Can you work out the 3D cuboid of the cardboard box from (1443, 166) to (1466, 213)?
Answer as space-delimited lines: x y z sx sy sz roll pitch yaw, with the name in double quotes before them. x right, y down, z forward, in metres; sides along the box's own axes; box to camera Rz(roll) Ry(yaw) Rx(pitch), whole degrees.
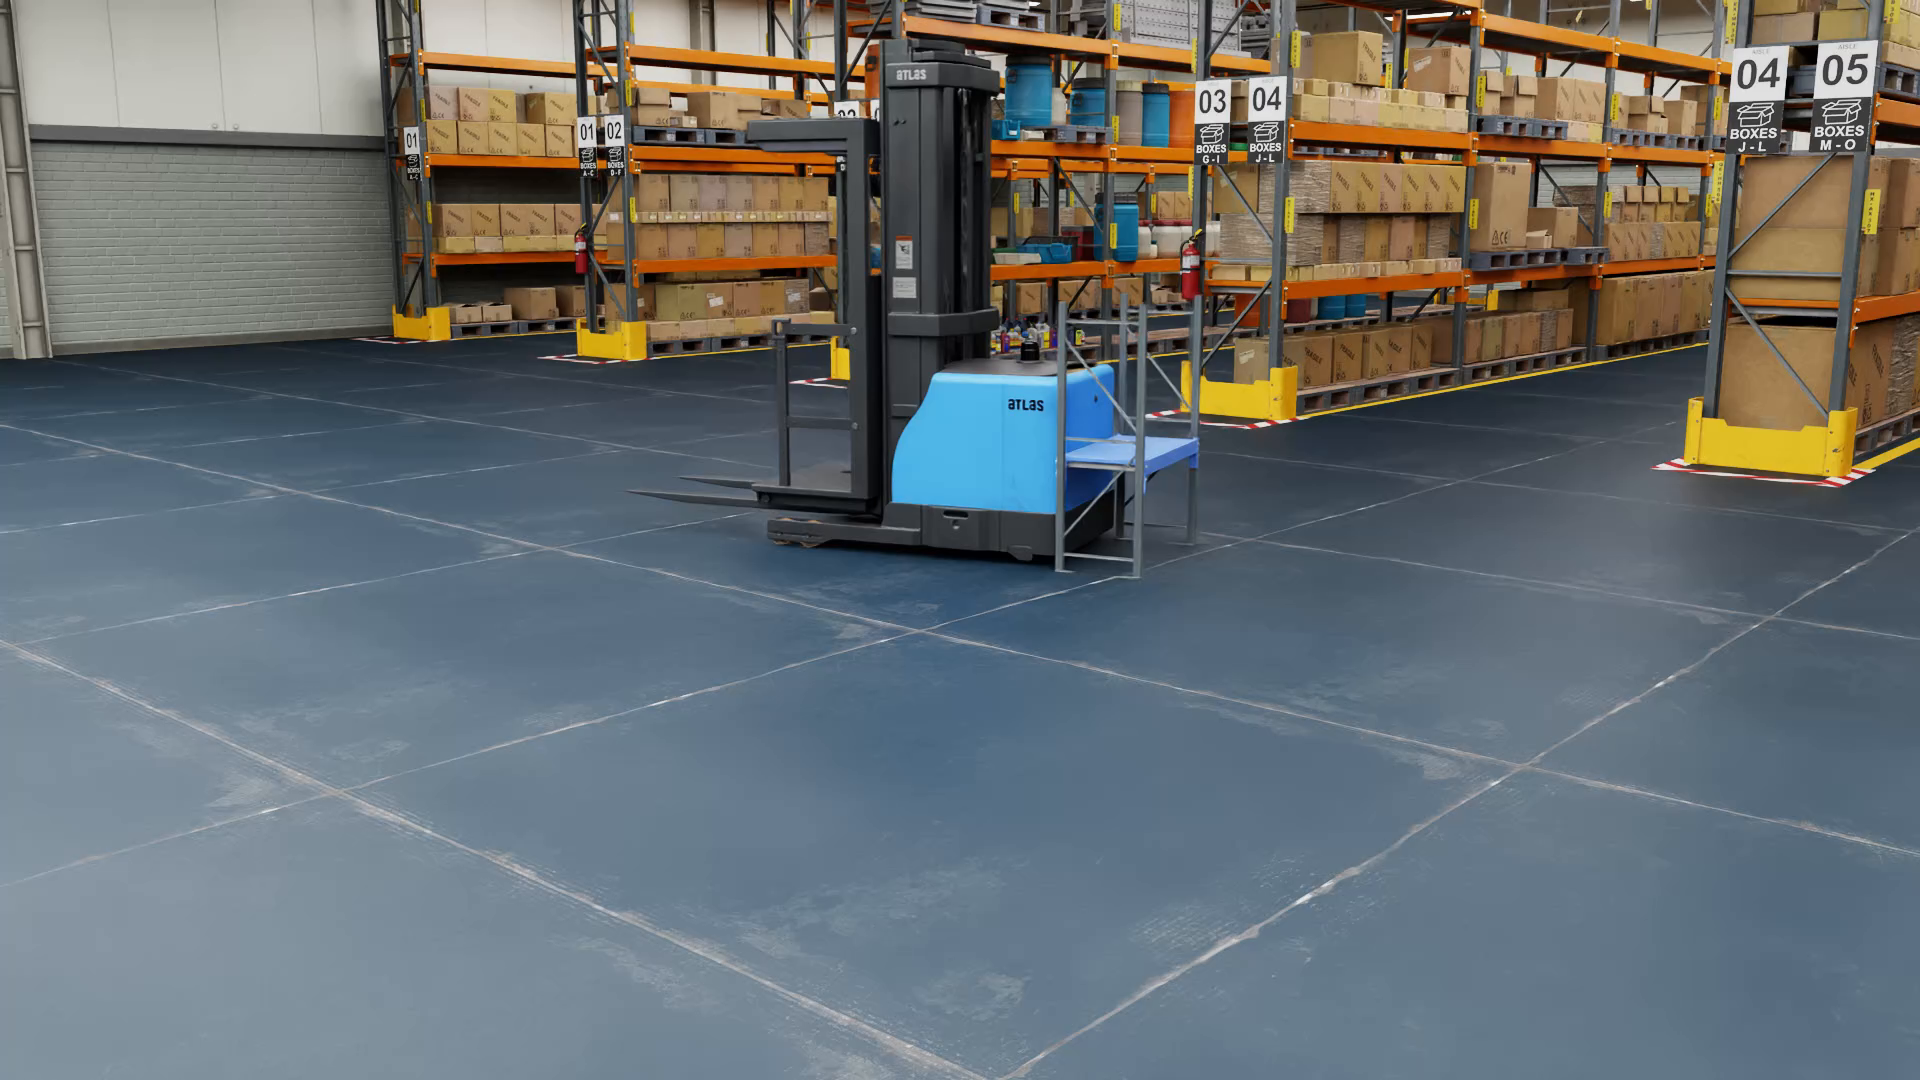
"cardboard box" 5.238 -3.874 18.381 0.500 0.500 0.500 10 15 40

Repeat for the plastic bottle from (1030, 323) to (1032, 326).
"plastic bottle" 0.876 -2.770 22.251 0.152 0.276 0.135 10 15 42

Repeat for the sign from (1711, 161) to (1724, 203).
"sign" 5.949 -2.802 13.021 0.100 0.325 0.005 10 15 40

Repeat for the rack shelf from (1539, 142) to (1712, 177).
"rack shelf" 9.289 -5.292 23.224 1.077 0.370 4.000 10 15 40

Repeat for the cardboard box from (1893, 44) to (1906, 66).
"cardboard box" 6.982 -3.695 12.709 0.380 0.149 0.250 10 15 41

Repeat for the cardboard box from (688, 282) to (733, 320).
"cardboard box" -3.580 -3.408 23.649 0.500 0.500 0.500 10 15 40

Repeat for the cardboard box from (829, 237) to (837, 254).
"cardboard box" -1.818 -4.576 25.849 0.500 0.250 0.500 11 16 44

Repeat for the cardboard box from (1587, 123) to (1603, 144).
"cardboard box" 7.840 -5.175 21.186 0.500 0.250 0.500 10 15 40

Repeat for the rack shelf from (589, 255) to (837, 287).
"rack shelf" -3.430 -3.925 24.040 1.077 0.370 4.000 10 15 40

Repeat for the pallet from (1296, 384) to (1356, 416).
"pallet" 3.301 -1.461 16.986 1.003 0.211 1.213 10 15 40

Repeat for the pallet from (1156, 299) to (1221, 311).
"pallet" 4.430 -4.663 33.017 1.003 0.211 1.213 10 15 40

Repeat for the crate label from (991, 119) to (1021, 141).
"crate label" 0.452 -4.973 20.173 0.502 0.251 0.408 10 15 40

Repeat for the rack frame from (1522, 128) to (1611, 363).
"rack frame" 7.969 -3.879 21.974 1.000 3.000 0.127 10 15 40

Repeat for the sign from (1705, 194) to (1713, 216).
"sign" 11.024 -4.928 24.471 0.100 0.325 0.005 10 15 40

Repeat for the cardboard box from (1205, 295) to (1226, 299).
"cardboard box" 4.988 -4.957 33.268 0.500 0.250 0.500 10 15 40

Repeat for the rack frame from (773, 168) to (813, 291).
"rack frame" -3.193 -5.800 31.594 1.000 3.000 0.127 10 15 40

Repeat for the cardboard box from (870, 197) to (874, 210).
"cardboard box" -2.019 -6.559 32.414 0.500 0.250 0.500 10 15 41

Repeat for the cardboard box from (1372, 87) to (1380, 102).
"cardboard box" 4.058 -4.535 16.966 0.380 0.149 0.250 10 15 40

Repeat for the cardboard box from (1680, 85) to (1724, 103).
"cardboard box" 11.235 -6.748 25.181 0.500 0.250 0.500 9 14 37

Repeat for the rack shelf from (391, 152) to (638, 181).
"rack shelf" -7.154 -6.036 26.950 1.077 0.370 4.000 10 15 40

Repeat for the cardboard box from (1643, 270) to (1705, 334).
"cardboard box" 10.202 -3.535 24.603 1.225 0.875 0.875 10 15 41

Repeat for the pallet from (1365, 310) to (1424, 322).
"pallet" 7.345 -3.854 28.967 1.003 0.211 1.213 10 15 40

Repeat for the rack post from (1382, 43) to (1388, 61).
"rack post" 6.309 -7.893 26.946 0.937 0.300 0.954 9 15 39

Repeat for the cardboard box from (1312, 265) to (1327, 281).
"cardboard box" 3.411 -2.659 16.508 0.380 0.149 0.250 10 15 40

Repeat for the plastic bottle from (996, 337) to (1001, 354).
"plastic bottle" 0.467 -2.428 20.729 0.097 0.201 0.097 0 11 0

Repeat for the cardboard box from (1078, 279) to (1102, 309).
"cardboard box" 2.396 -4.484 30.261 0.500 0.500 0.500 10 15 41

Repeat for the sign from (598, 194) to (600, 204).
"sign" -6.253 -5.851 28.890 0.100 0.325 0.005 10 15 40

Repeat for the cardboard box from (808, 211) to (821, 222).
"cardboard box" -2.293 -4.835 24.850 0.380 0.149 0.250 9 15 39

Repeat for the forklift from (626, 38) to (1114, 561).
"forklift" -0.619 -1.480 10.138 3.031 2.935 1.130 5 12 22

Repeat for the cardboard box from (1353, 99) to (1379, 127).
"cardboard box" 3.866 -4.286 16.736 0.500 0.250 0.500 10 15 40

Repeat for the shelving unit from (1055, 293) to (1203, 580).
"shelving unit" 0.979 -0.629 9.530 0.538 1.500 1.048 5 12 24

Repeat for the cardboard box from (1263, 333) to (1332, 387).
"cardboard box" 3.482 -1.864 17.197 0.500 0.500 0.500 -7 13 -33

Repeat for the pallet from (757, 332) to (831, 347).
"pallet" -2.667 -3.093 25.158 1.003 0.211 1.213 10 15 40

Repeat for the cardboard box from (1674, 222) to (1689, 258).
"cardboard box" 10.174 -4.341 24.030 0.500 0.500 0.500 10 15 42

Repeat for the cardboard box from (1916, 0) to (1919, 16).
"cardboard box" 7.309 -4.159 12.996 0.380 0.149 0.250 10 15 41

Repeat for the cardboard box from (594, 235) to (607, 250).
"cardboard box" -6.254 -4.967 27.753 0.500 0.250 0.500 10 15 41

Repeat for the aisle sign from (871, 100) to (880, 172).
"aisle sign" -0.860 -4.569 18.790 0.394 0.787 0.004 10 15 40

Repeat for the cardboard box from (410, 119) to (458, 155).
"cardboard box" -8.066 -6.170 25.480 0.500 0.500 0.500 10 15 42

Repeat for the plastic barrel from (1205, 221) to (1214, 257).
"plastic barrel" 3.452 -4.333 23.963 0.421 0.512 0.421 0 11 0

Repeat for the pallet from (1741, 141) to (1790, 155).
"pallet" 12.768 -6.373 27.029 1.003 0.211 1.213 10 15 40

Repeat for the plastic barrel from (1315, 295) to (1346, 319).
"plastic barrel" 6.050 -4.103 27.380 0.600 0.901 0.708 10 15 40

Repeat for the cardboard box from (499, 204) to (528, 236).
"cardboard box" -7.254 -5.105 26.531 0.500 0.500 0.500 9 14 39

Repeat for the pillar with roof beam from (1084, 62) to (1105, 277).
"pillar with roof beam" 6.454 -9.872 36.661 9.100 9.000 0.548 10 15 40

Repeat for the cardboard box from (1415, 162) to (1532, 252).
"cardboard box" 5.958 -3.889 19.423 1.000 1.000 1.000 10 15 41

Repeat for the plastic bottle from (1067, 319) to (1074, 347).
"plastic bottle" 1.400 -2.716 21.789 0.144 0.351 0.185 9 15 39

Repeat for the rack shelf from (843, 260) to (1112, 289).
"rack shelf" 0.288 -3.284 20.831 1.077 0.370 4.000 10 15 40

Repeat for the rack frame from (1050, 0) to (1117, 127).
"rack frame" 1.608 -6.873 21.646 1.000 3.000 0.127 10 15 40

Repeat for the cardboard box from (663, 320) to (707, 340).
"cardboard box" -3.902 -2.965 23.347 0.500 0.250 0.500 10 15 40

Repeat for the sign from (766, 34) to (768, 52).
"sign" -3.612 -9.349 31.256 0.100 0.325 0.005 10 15 40

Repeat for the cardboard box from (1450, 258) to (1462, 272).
"cardboard box" 5.408 -3.098 18.704 0.380 0.149 0.250 10 15 40

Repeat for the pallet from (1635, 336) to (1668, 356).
"pallet" 9.352 -2.797 23.674 1.003 0.211 1.213 10 15 40

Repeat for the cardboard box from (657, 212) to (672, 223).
"cardboard box" -4.158 -4.420 22.769 0.380 0.149 0.250 9 15 39

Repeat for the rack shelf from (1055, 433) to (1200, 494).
"rack shelf" 0.979 -0.452 9.565 0.538 0.185 1.000 5 12 24

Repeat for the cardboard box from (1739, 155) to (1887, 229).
"cardboard box" 6.621 -2.699 12.924 0.875 0.550 0.550 10 15 40

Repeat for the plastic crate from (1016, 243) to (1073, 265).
"plastic crate" 1.082 -3.660 21.258 0.499 0.251 0.616 10 15 40

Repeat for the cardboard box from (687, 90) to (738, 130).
"cardboard box" -3.449 -5.987 23.185 0.500 0.500 0.500 10 15 40
